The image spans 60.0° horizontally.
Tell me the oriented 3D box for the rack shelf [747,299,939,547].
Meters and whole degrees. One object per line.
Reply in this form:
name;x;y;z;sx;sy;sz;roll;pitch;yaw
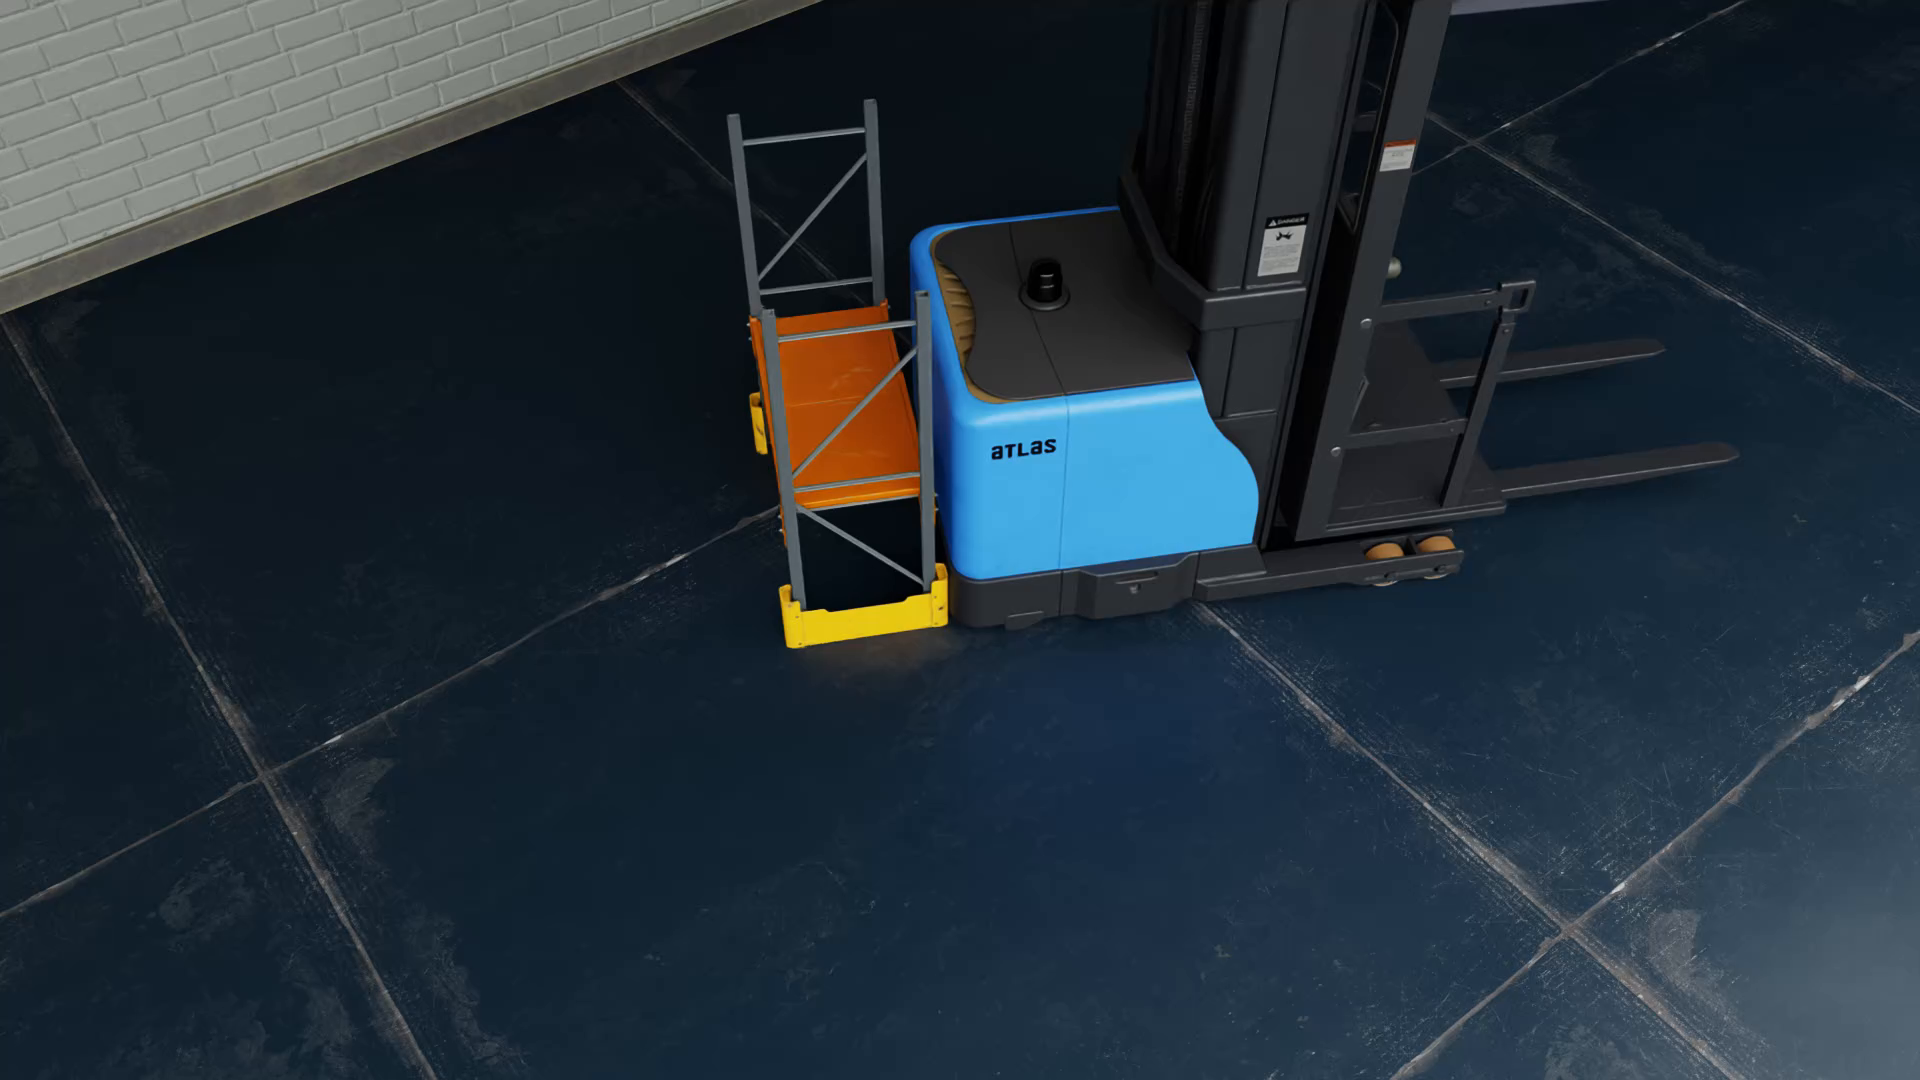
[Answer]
rack shelf;-0.429;-0.436;5.876;0.538;0.185;1.000;-8;48;-7

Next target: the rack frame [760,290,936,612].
rack frame;-0.334;-0.187;5.407;0.500;1.500;0.032;-8;48;-7

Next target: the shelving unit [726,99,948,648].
shelving unit;-0.428;-0.551;5.737;0.587;1.500;1.083;-8;48;-7

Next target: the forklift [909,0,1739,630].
forklift;1.377;-1.196;5.356;3.031;2.935;1.130;-8;48;-7

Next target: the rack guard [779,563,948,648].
rack guard;-0.334;0.232;5.871;0.587;0.250;0.087;-8;48;-7

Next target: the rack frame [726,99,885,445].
rack frame;-0.525;-0.927;6.078;0.500;1.500;0.032;-8;48;-7

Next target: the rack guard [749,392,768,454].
rack guard;-0.521;-0.493;6.528;0.587;0.250;0.087;-8;48;-7
